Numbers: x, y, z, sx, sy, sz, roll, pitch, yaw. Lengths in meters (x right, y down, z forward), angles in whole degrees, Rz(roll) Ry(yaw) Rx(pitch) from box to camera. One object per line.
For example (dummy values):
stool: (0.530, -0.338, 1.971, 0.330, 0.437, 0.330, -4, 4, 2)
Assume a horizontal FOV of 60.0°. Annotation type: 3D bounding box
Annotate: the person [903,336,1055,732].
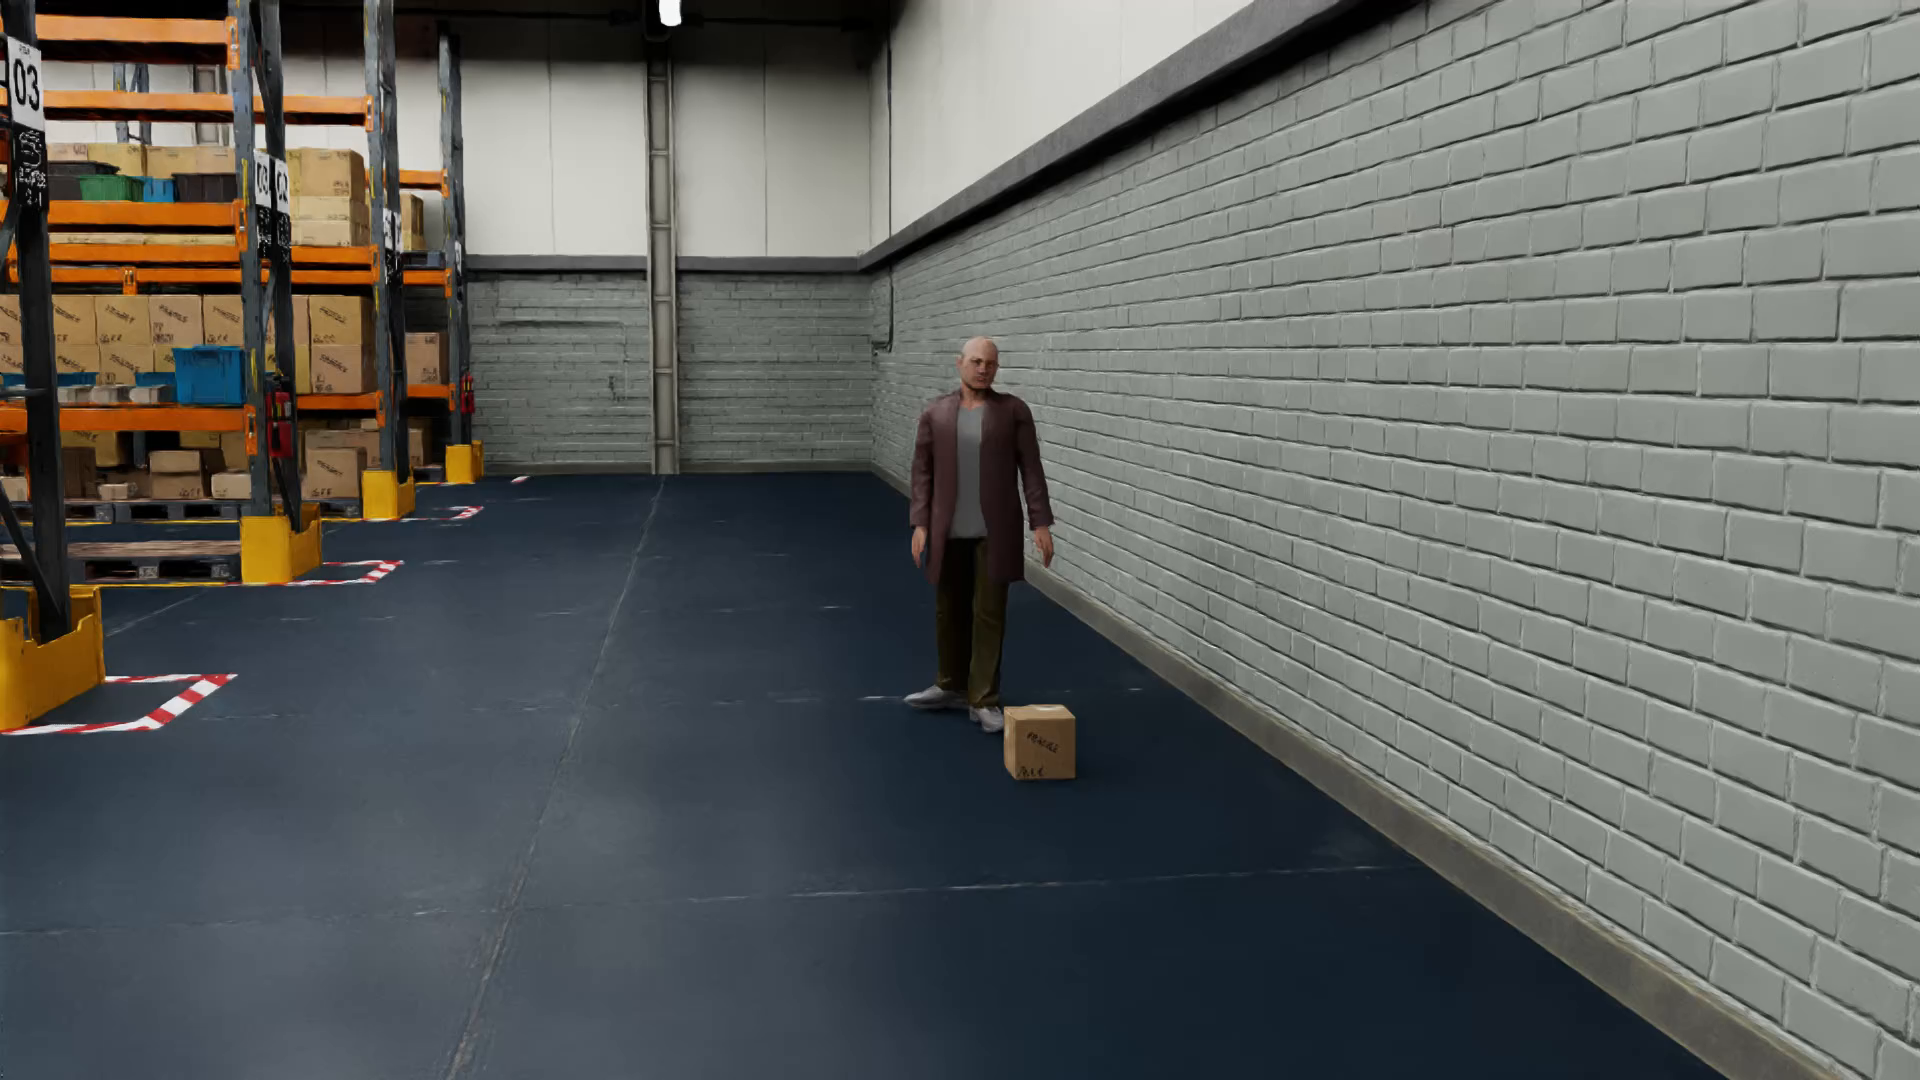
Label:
person: (0.072, -0.044, 7.658, 0.743, 1.780, 0.564, 2, 7, 14)
